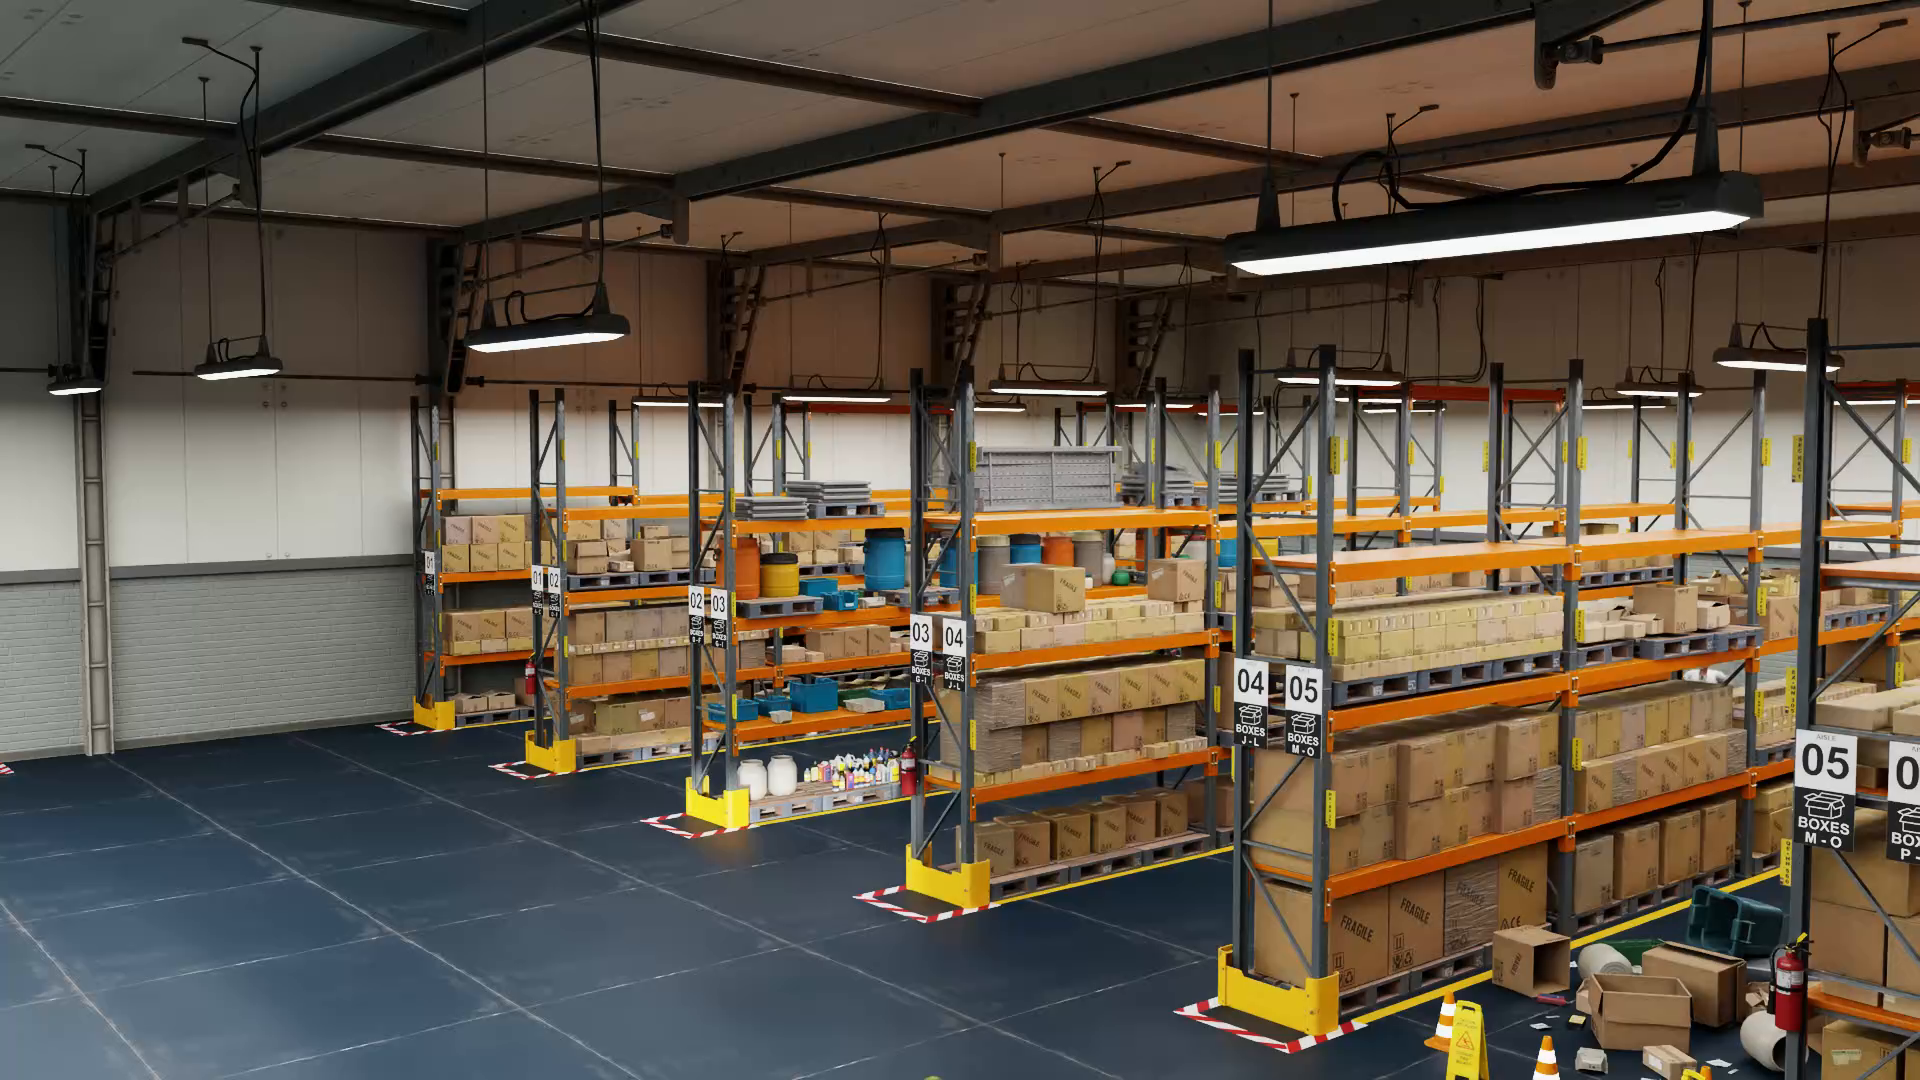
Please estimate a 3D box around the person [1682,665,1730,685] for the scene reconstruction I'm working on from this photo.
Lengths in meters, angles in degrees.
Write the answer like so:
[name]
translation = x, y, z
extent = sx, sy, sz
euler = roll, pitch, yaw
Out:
[person]
translation = 11.776, 2.765, 26.384
extent = 0.690, 1.741, 0.906
euler = 3, 5, 42
